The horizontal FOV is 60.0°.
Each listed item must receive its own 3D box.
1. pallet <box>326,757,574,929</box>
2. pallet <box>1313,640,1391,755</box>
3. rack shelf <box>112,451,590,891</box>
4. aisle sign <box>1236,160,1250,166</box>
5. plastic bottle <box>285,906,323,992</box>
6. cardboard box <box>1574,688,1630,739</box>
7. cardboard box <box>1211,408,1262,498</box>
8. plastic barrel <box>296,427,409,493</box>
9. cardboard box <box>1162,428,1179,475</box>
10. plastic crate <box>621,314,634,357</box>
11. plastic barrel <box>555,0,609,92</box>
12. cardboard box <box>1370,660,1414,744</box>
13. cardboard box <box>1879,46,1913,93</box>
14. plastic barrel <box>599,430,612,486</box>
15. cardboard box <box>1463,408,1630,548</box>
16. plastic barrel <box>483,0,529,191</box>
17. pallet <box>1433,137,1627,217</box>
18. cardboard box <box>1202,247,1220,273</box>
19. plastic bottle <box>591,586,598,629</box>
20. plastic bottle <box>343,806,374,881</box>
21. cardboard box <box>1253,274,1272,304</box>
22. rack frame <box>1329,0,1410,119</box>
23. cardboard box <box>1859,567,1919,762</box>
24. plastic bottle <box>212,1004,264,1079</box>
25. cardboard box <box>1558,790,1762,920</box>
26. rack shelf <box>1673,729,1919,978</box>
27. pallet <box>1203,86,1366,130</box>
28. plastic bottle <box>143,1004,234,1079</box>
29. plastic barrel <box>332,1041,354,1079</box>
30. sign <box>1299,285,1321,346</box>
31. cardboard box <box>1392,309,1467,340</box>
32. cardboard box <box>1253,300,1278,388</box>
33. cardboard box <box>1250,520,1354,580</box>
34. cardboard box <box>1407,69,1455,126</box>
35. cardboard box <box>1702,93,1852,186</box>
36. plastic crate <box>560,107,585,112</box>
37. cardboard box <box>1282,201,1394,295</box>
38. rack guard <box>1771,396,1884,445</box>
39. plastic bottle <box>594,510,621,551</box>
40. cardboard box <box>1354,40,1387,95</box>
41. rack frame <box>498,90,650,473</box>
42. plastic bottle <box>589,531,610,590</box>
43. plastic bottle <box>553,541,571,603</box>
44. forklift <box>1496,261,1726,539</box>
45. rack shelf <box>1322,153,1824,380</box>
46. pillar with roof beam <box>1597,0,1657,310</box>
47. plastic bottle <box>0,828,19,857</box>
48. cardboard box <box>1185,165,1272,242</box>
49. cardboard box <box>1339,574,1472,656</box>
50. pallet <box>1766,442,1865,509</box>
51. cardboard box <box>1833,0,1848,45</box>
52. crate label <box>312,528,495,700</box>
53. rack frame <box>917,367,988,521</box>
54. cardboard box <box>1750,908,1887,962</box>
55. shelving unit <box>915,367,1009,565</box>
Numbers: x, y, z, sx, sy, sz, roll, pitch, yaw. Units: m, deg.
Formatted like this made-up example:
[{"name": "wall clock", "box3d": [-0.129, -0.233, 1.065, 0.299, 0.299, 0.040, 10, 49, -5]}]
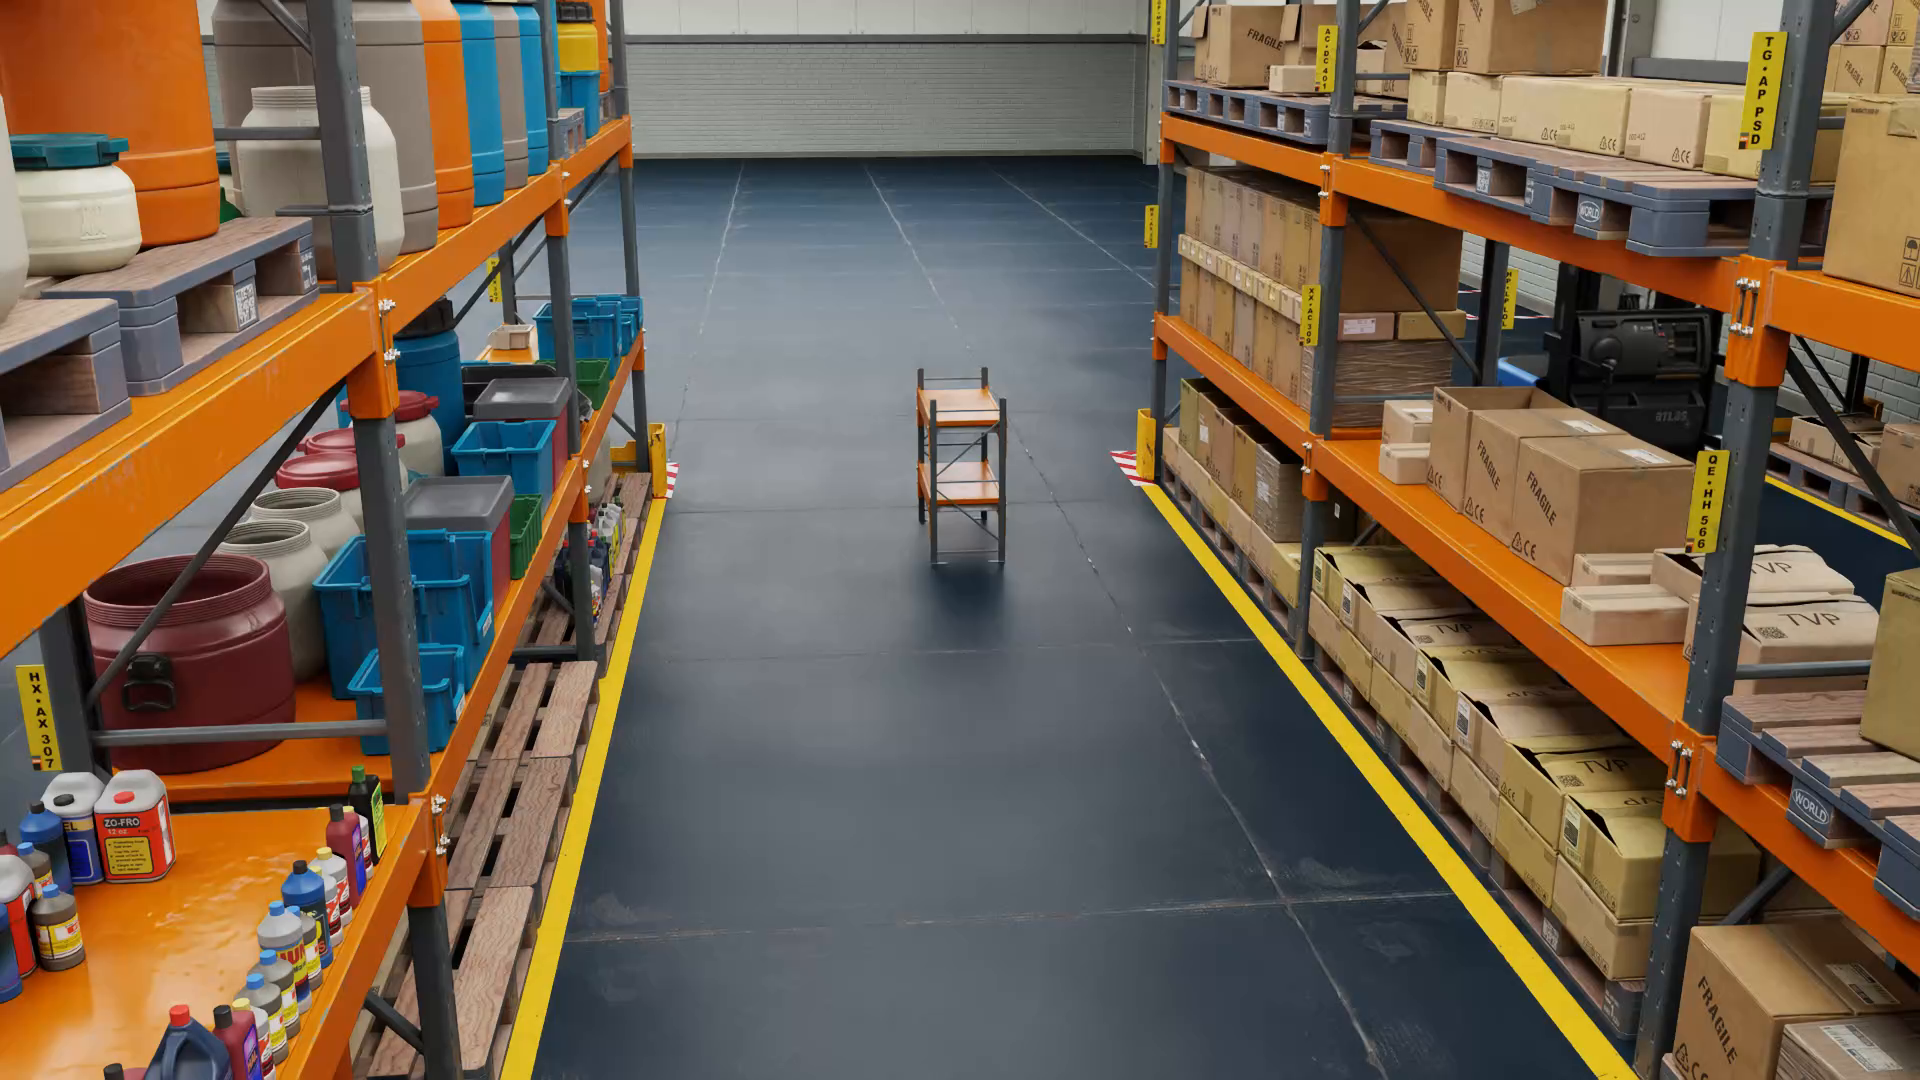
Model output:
[{"name": "pallet", "box3d": [-2.246, 1.306, 7.165, 1.003, 0.211, 1.213, -2, 18, -6]}, {"name": "pallet", "box3d": [2.547, 0.775, 8.855, 1.003, 0.211, 1.213, -2, 18, -6]}, {"name": "rack shelf", "box3d": [-2.289, 0.318, 6.859, 1.077, 0.370, 4.000, -2, 18, -6]}, {"name": "aisle sign", "box3d": [2.305, -3.234, 12.631, 0.394, 0.787, 0.004, -2, 18, -6]}, {"name": "plastic bottle", "box3d": [-1.569, 0.963, 3.933, 0.097, 0.201, 0.097, 0, 17, 0]}, {"name": "cardboard box", "box3d": [2.970, 0.789, 7.110, 0.500, 0.311, 0.500, -2, 18, -7]}, {"name": "cardboard box", "box3d": [2.006, -0.598, 11.211, 0.500, 0.500, 0.500, -2, 18, -6]}, {"name": "plastic barrel", "box3d": [-2.539, -0.176, 7.003, 0.433, 0.535, 0.433, 0, 17, 0]}, {"name": "cardboard box", "box3d": [1.854, -0.687, 12.747, 0.500, 0.250, 0.500, -2, 18, -6]}, {"name": "plastic crate", "box3d": [-2.497, -1.409, 11.405, 0.499, 0.251, 0.408, -2, 18, -6]}, {"name": "plastic barrel", "box3d": [-2.731, -3.509, 11.420, 0.600, 0.830, 0.708, -2, 18, -6]}, {"name": "cardboard box", "box3d": [2.335, 0.773, 8.098, 0.500, 0.250, 0.500, -2, 18, -7]}, {"name": "cardboard box", "box3d": [6.810, -3.185, 11.605, 0.500, 0.500, 0.500, -1, 17, -3]}, {"name": "plastic barrel", "box3d": [-2.764, -0.633, 12.138, 0.421, 0.512, 0.421, 0, 17, 0]}, {"name": "cardboard box", "box3d": [2.601, -0.286, 7.412, 0.500, 0.500, 0.500, -2, 18, -6]}, {"name": "plastic barrel", "box3d": [-2.159, -1.952, 7.043, 0.600, 0.901, 0.600, 0, 17, 0]}, {"name": "pallet", "box3d": [2.568, -1.455, 6.612, 1.003, 0.211, 1.213, -1, 17, -3]}, {"name": "cardboard box", "box3d": [1.924, -1.971, 11.696, 0.380, 0.149, 0.250, -2, 18, -6]}, {"name": "plastic bottle", "box3d": [-2.092, 0.362, 9.337, 0.097, 0.271, 0.097, 0, 17, 0]}, {"name": "plastic bottle", "box3d": [-1.623, 0.807, 4.429, 0.097, 0.201, 0.097, 0, 17, 0]}, {"name": "cardboard box", "box3d": [2.062, -1.583, 10.463, 0.380, 0.149, 0.250, -1, 17, -4]}, {"name": "rack frame", "box3d": [2.432, -3.636, 8.234, 1.000, 3.000, 0.127, -2, 18, -6]}, {"name": "cardboard box", "box3d": [3.022, 0.354, 4.672, 0.700, 0.500, 0.500, -8, 19, -24]}, {"name": "plastic bottle", "box3d": [-1.499, 1.074, 3.444, 0.061, 0.283, 0.133, -2, 18, -6]}, {"name": "cardboard box", "box3d": [2.546, 1.114, 6.075, 0.500, 0.311, 0.500, -1, 17, -4]}, {"name": "rack shelf", "box3d": [3.051, 1.357, 3.546, 1.077, 0.370, 4.000, -2, 18, -6]}, {"name": "pallet", "box3d": [2.196, -2.778, 10.659, 1.003, 0.211, 1.213, -2, 18, -6]}, {"name": "plastic bottle", "box3d": [-1.524, 1.090, 3.279, 0.144, 0.351, 0.185, -2, 18, -6]}, {"name": "plastic barrel", "box3d": [-2.015, 1.551, 4.652, 0.600, 0.830, 0.708, -2, 18, -6]}, {"name": "sign", "box3d": [1.880, -1.207, 8.935, 0.100, 0.325, 0.005, -2, 18, -6]}, {"name": "cardboard box", "box3d": [2.597, -1.217, 9.295, 0.380, 0.149, 0.250, -2, 18, -6]}, {"name": "cardboard box", "box3d": [2.272, -1.260, 10.515, 0.700, 0.500, 0.500, -2, 17, -5]}, {"name": "cardboard box", "box3d": [2.125, 0.057, 10.376, 0.500, 0.250, 0.500, -2, 18, -6]}, {"name": "cardboard box", "box3d": [2.486, -2.149, 8.057, 0.500, 0.250, 0.500, 0, 17, 0]}, {"name": "cardboard box", "box3d": [2.742, -1.275, 5.272, 0.500, 0.250, 0.500, -3, 18, -10]}, {"name": "plastic crate", "box3d": [-2.387, -2.430, 9.755, 0.336, 0.188, 0.450, -2, 18, -6]}, {"name": "cardboard box", "box3d": [2.327, -1.723, 9.823, 0.700, 0.500, 0.500, -2, 18, -6]}, {"name": "rack guard", "box3d": [6.954, -0.904, 13.722, 1.175, 0.500, 0.348, -2, 18, -6]}, {"name": "plastic bottle", "box3d": [-2.269, -0.073, 10.714, 0.152, 0.276, 0.135, -2, 18, -7]}, {"name": "cardboard box", "box3d": [2.587, -2.748, 9.629, 0.500, 0.311, 0.500, -3, 18, -9]}, {"name": "rack frame", "box3d": [-2.908, -1.813, 12.445, 1.000, 3.000, 0.127, -2, 18, -6]}, {"name": "plastic bottle", "box3d": [-2.185, 0.123, 9.966, 0.144, 0.351, 0.185, -3, 18, -8]}, {"name": "plastic bottle", "box3d": [-2.309, 0.184, 9.772, 0.144, 0.351, 0.185, -2, 18, -6]}, {"name": "forklift", "box3d": [4.636, -1.322, 10.994, 1.130, 2.935, 3.031, -2, 18, -7]}, {"name": "rack shelf", "box3d": [2.639, -1.265, 6.893, 1.077, 0.370, 4.000, -2, 18, -6]}, {"name": "pillar with roof beam", "box3d": [2.978, -6.454, 17.212, 9.100, 9.000, 0.400, -2, 18, -6]}, {"name": "plastic bottle", "box3d": [-2.371, 0.864, 4.111, 0.061, 0.283, 0.133, -2, 18, -6]}, {"name": "cardboard box", "box3d": [2.061, -2.477, 12.225, 0.700, 0.500, 0.500, -2, 18, -5]}, {"name": "cardboard box", "box3d": [2.274, 0.351, 8.505, 0.500, 0.311, 0.500, -2, 18, -6]}, {"name": "pallet", "box3d": [7.003, -0.523, 12.991, 1.003, 0.211, 1.213, -2, 18, -6]}, {"name": "cardboard box", "box3d": [6.745, -3.962, 12.413, 0.500, 0.500, 0.500, -3, 18, -10]}, {"name": "crate label", "box3d": [-1.916, 0.249, 5.817, 0.502, 0.435, 0.616, -2, 18, -6]}, {"name": "rack frame", "box3d": [-0.052, -0.686, 11.985, 0.500, 1.125, 0.032, -2, 18, -6]}, {"name": "cardboard box", "box3d": [3.083, 1.365, 6.212, 0.500, 0.250, 0.500, -2, 18, -6]}, {"name": "shelving unit", "box3d": [0.001, -0.535, 11.502, 0.538, 1.125, 1.048, -2, 18, -6]}]
